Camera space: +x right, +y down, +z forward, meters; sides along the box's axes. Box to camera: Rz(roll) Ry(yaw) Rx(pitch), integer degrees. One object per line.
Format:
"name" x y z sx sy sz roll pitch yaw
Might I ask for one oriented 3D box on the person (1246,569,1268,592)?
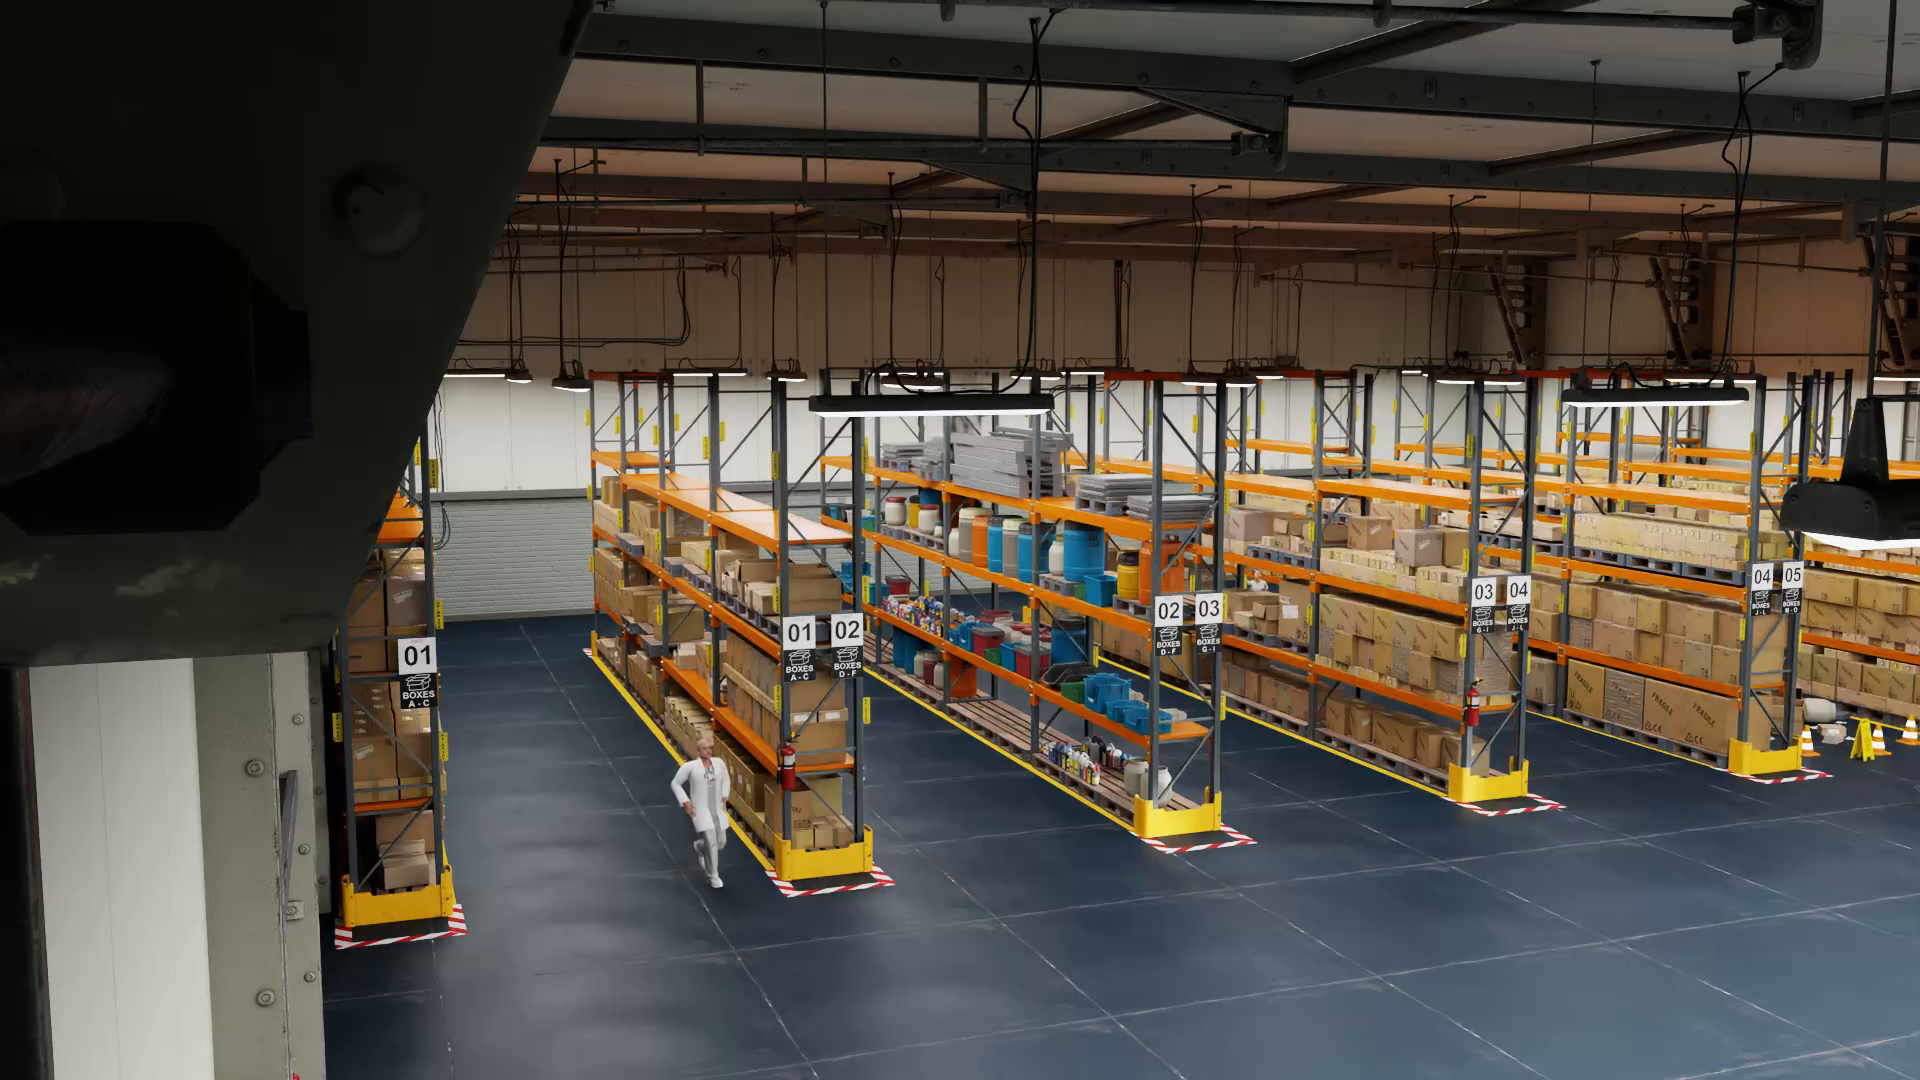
"person" 6.484 1.457 36.312 0.558 1.674 0.889 -2 7 -15

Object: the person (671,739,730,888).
"person" -3.070 3.345 19.982 0.733 1.543 0.808 -5 8 -36
